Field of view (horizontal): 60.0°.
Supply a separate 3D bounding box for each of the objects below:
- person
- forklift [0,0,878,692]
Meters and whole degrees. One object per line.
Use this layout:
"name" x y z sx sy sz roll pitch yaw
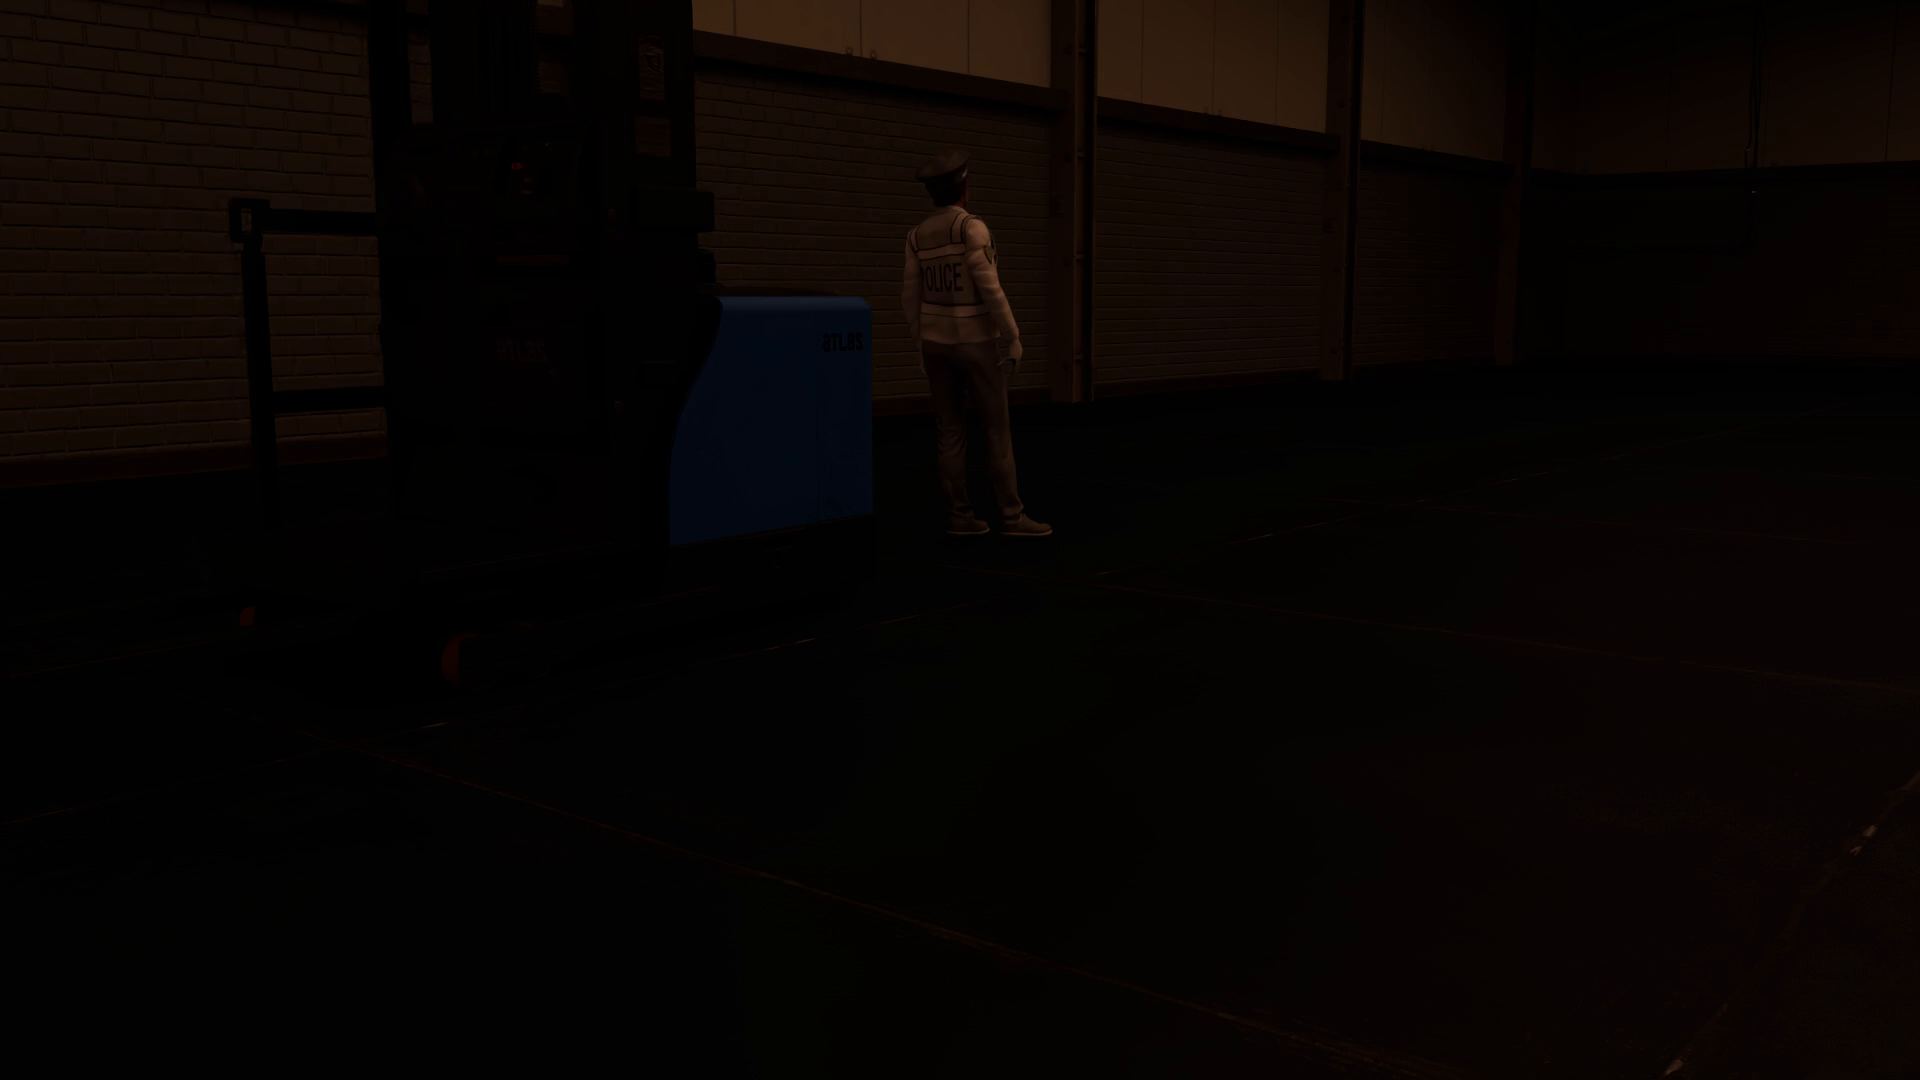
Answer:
"person" 0.049 -0.853 7.330 0.586 1.694 0.530 7 11 38
"forklift" -1.573 -1.112 4.884 1.130 2.935 3.031 6 10 36
